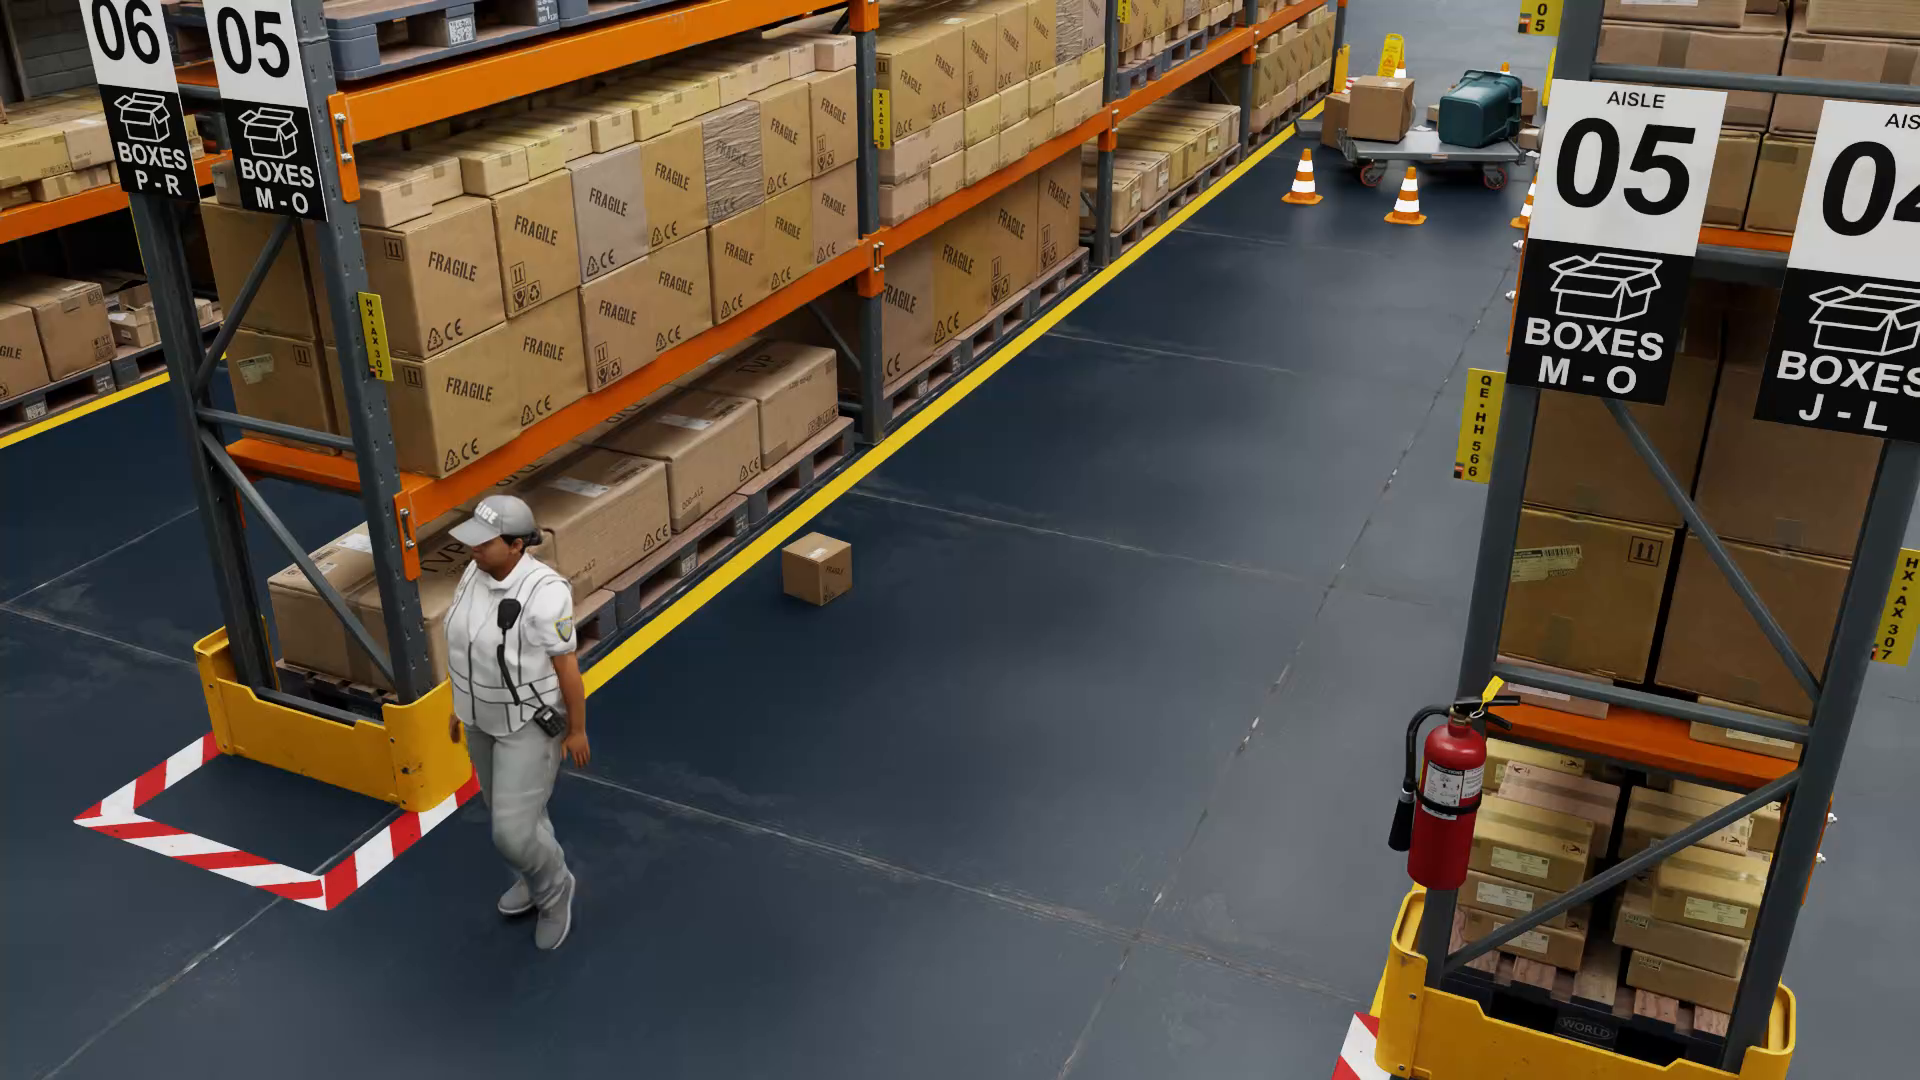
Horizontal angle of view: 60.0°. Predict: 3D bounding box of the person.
[{"bbox_3d":[-1.574,0.659,5.782,0.530,1.709,0.470,17,31,30],"label":"person"}]
